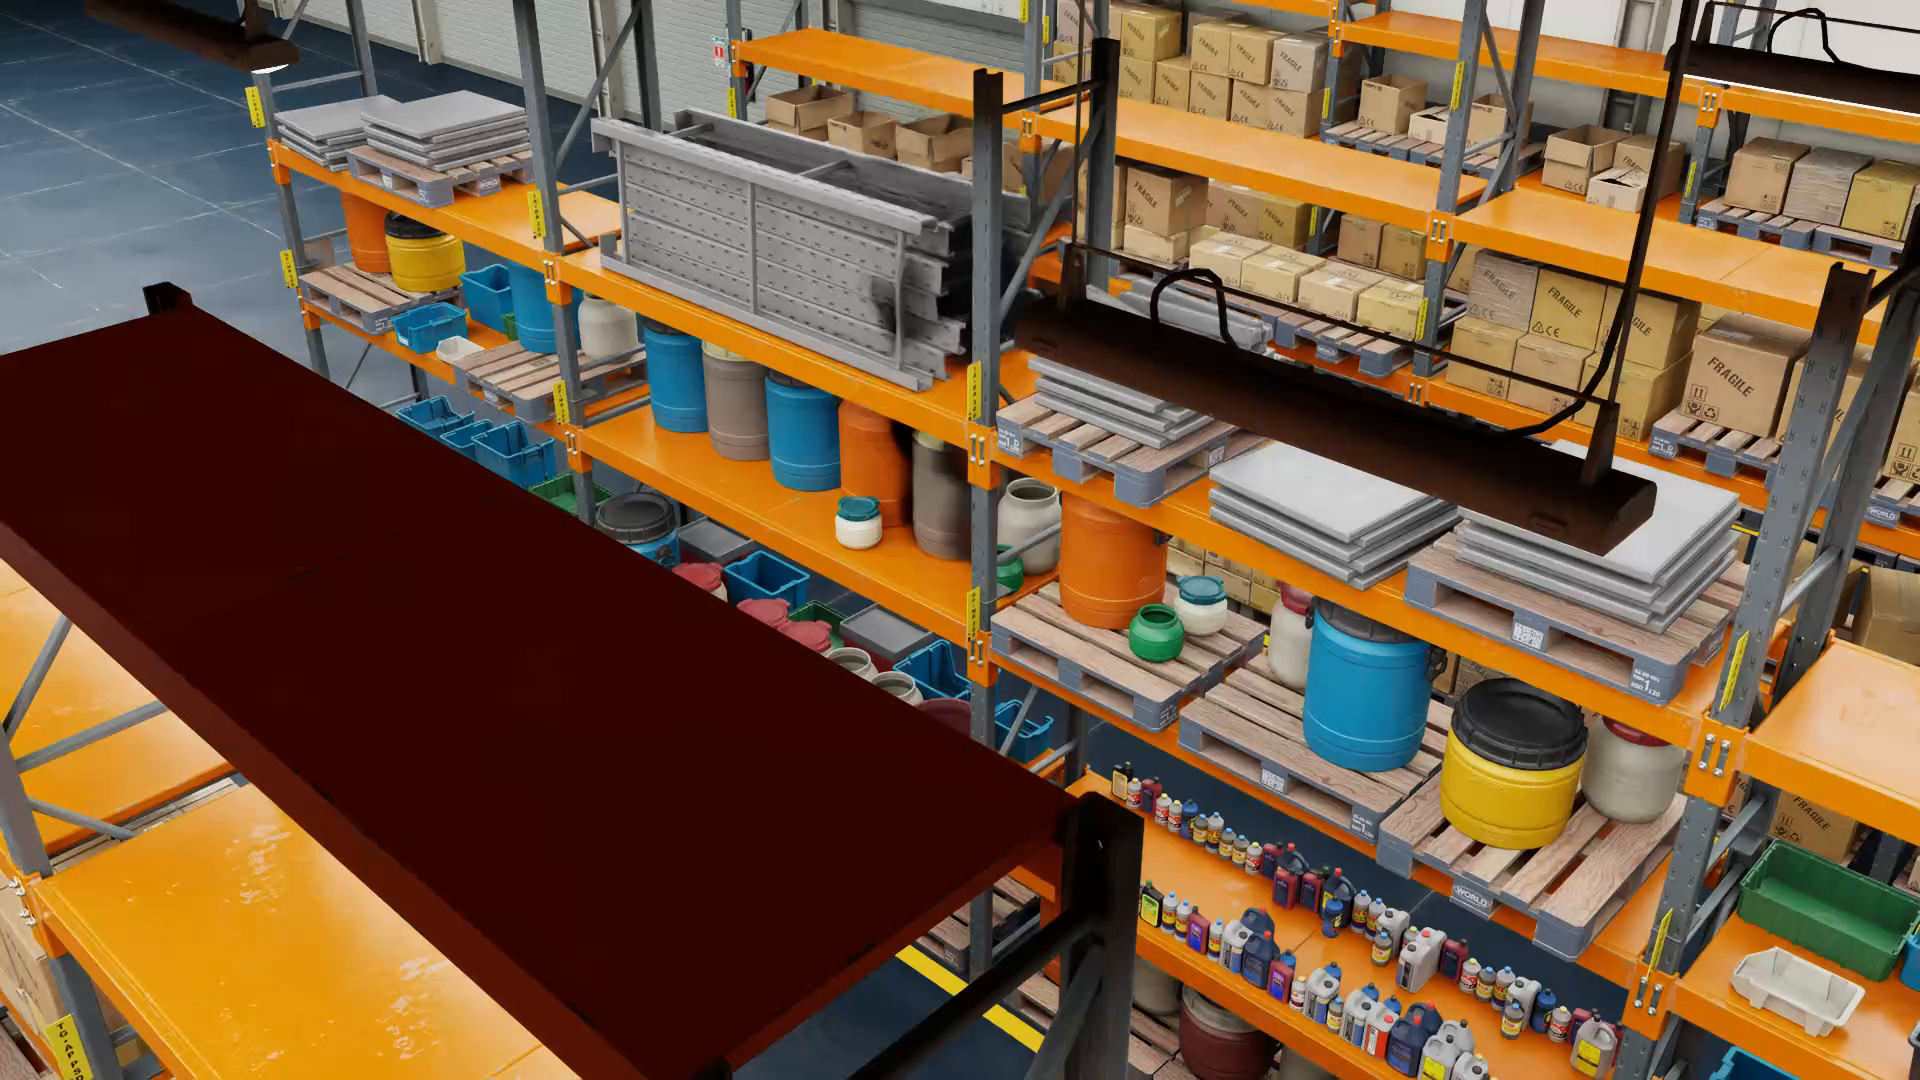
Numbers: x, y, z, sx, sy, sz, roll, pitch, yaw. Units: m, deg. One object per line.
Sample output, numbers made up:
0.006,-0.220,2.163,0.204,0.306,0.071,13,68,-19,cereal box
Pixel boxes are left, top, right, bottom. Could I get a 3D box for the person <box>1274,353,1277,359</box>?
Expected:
2.952,-1.288,16.693,1.049,1.798,0.707,21,36,32,person
